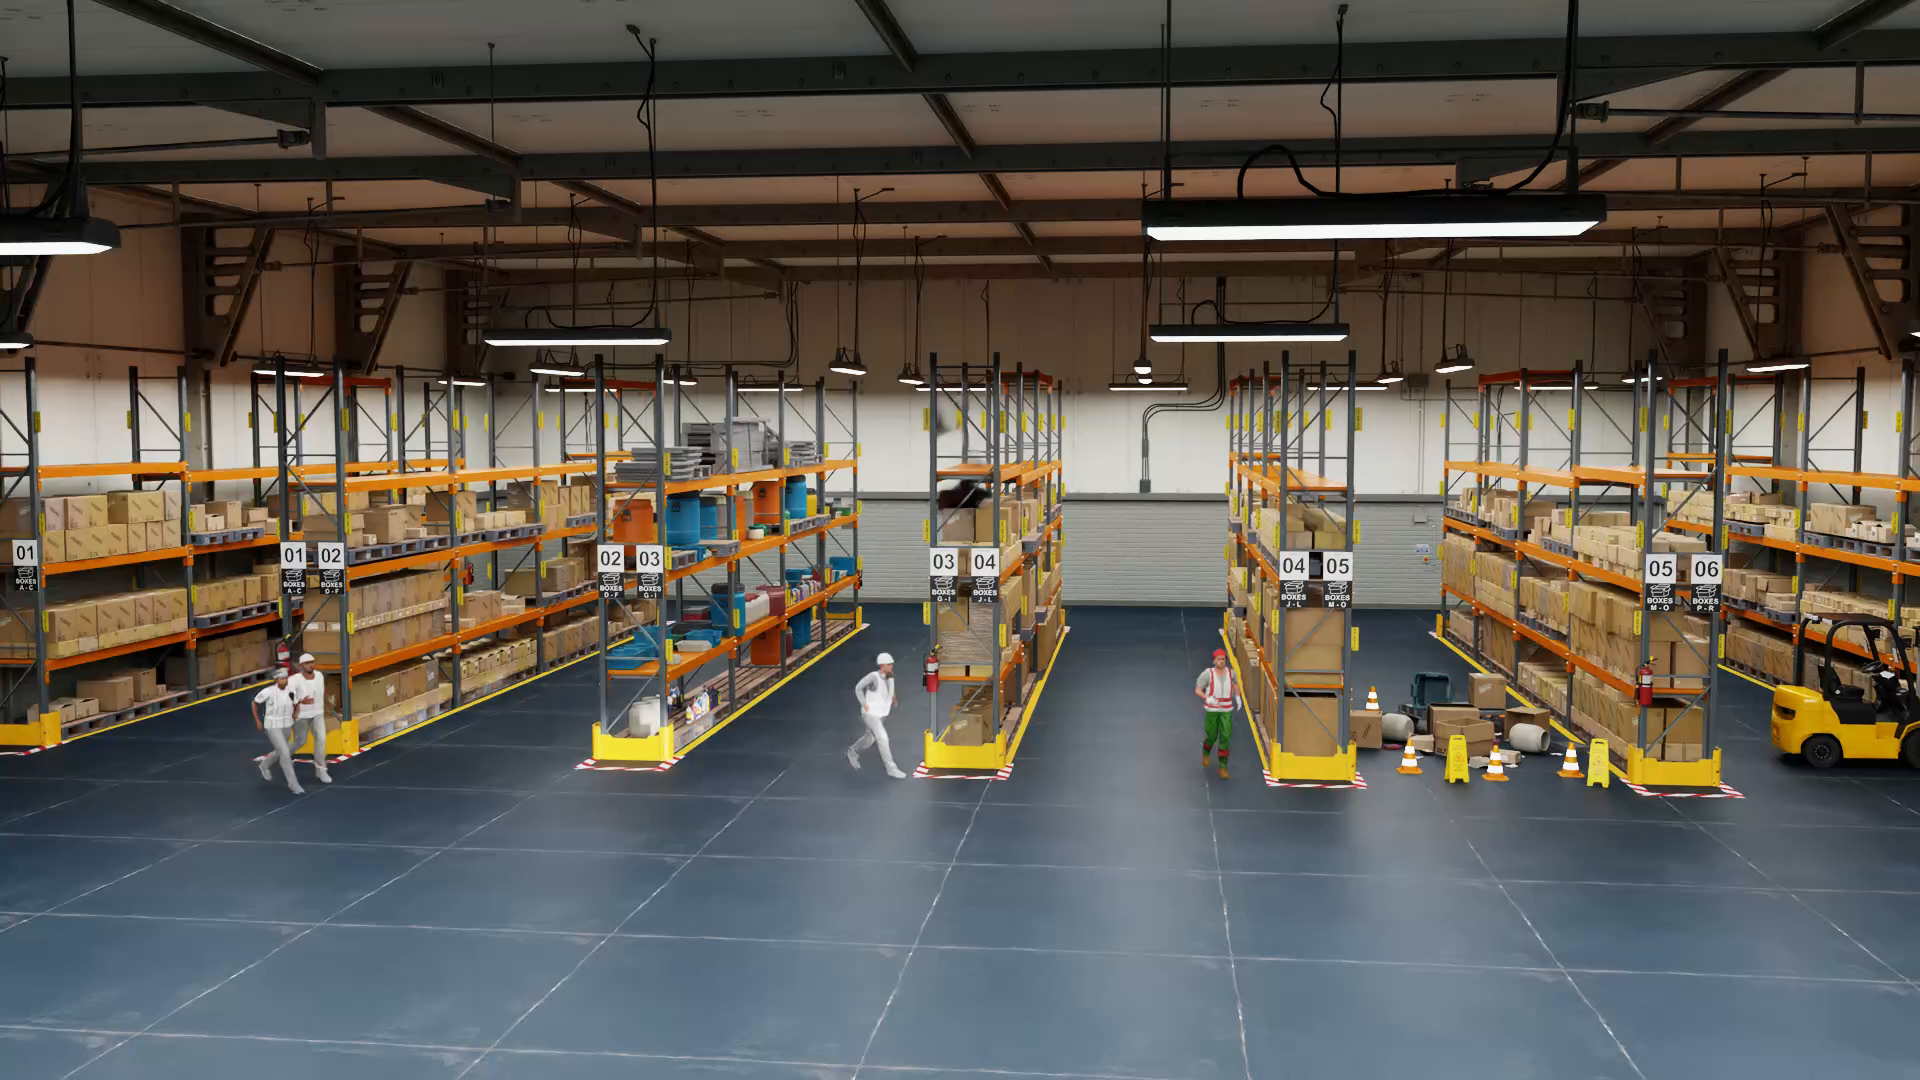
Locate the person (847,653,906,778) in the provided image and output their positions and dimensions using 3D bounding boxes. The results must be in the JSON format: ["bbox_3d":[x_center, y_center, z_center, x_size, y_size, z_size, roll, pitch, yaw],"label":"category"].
[{"bbox_3d":[-1.192,2.435,23.446,1.104,1.723,0.675,3,5,36],"label":"person"}]

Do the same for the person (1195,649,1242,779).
[{"bbox_3d":[3.677,2.435,23.654,0.685,1.794,0.865,0,4,-6],"label":"person"}]

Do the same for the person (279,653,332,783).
[{"bbox_3d":[-9.161,2.467,23.316,0.986,1.783,0.711,3,5,41],"label":"person"}]

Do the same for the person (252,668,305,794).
[{"bbox_3d":[-9.275,2.564,22.624,0.990,1.704,0.599,3,5,36],"label":"person"}]
